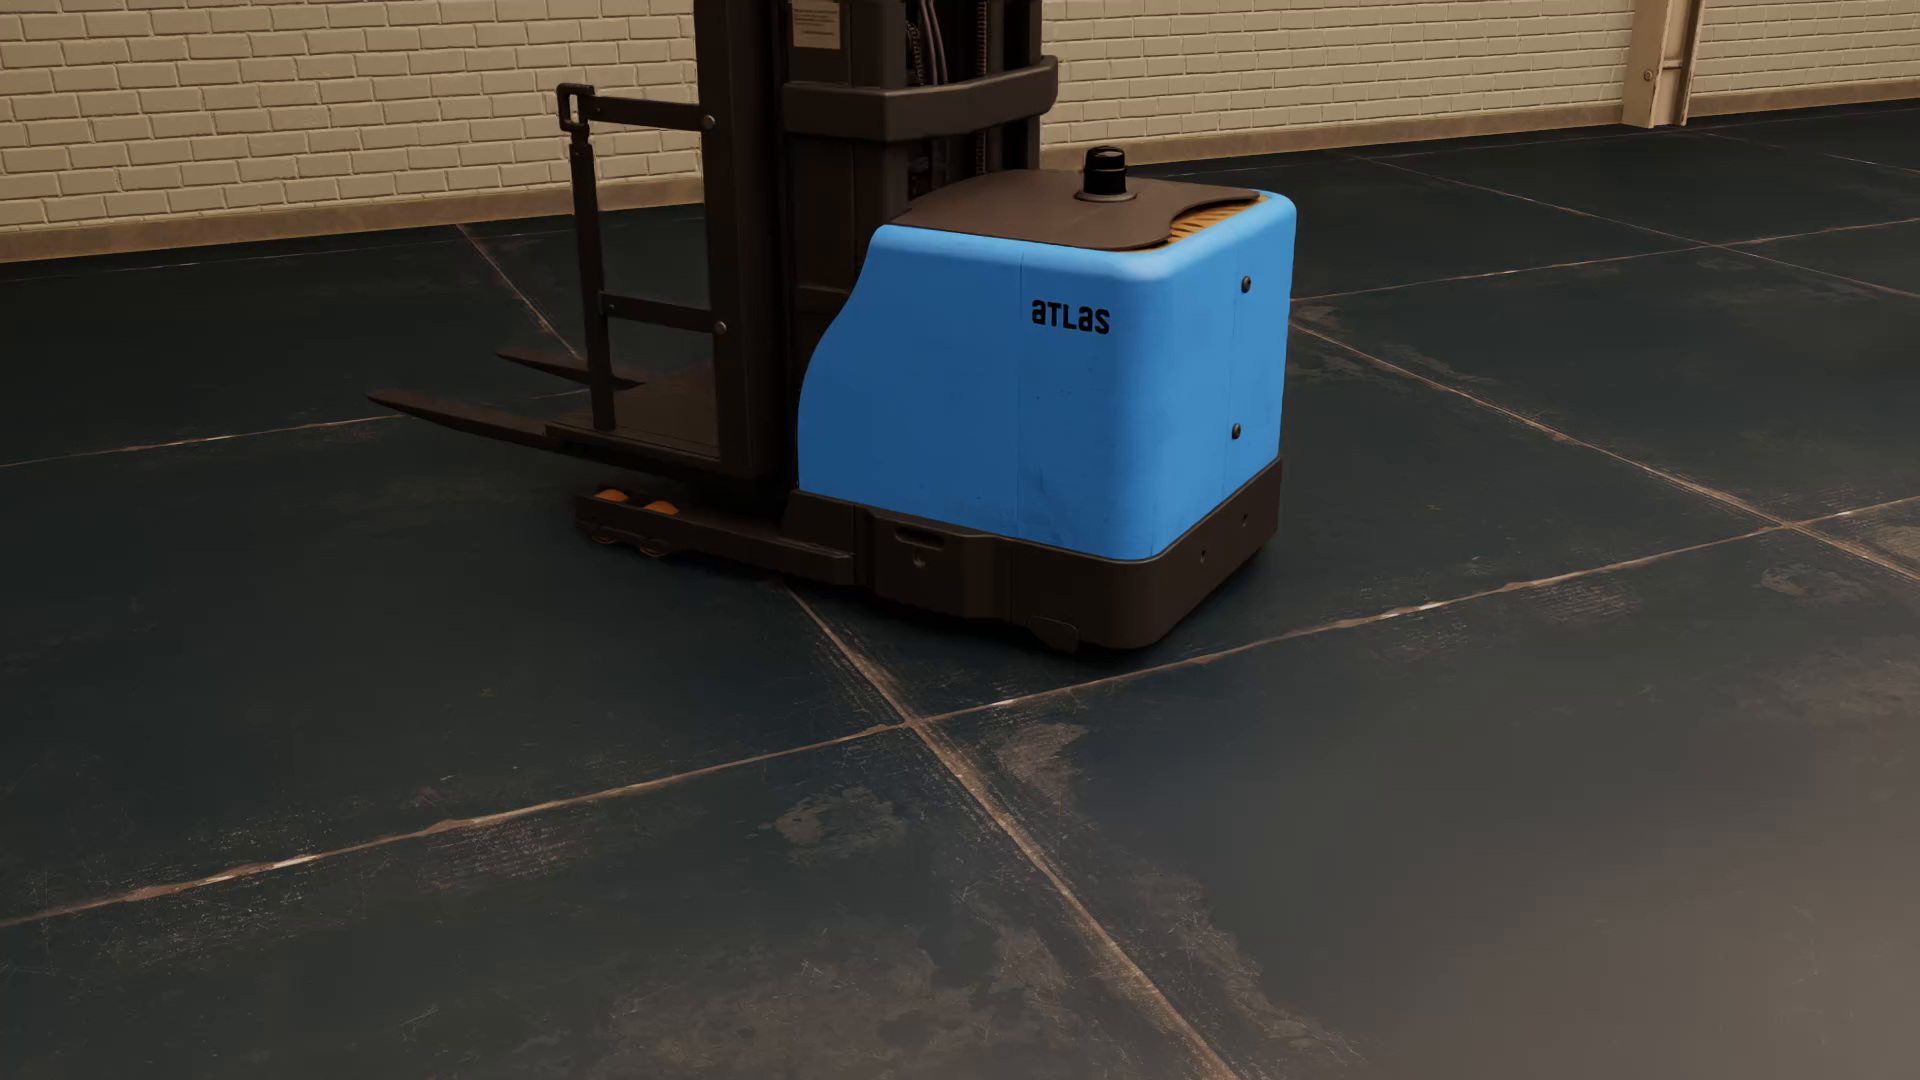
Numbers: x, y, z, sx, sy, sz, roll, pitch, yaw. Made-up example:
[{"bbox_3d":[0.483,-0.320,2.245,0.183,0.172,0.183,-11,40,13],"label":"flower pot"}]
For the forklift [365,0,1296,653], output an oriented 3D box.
[{"bbox_3d":[-0.579,-1.462,4.804,3.031,2.935,1.130,13,26,28],"label":"forklift"}]
